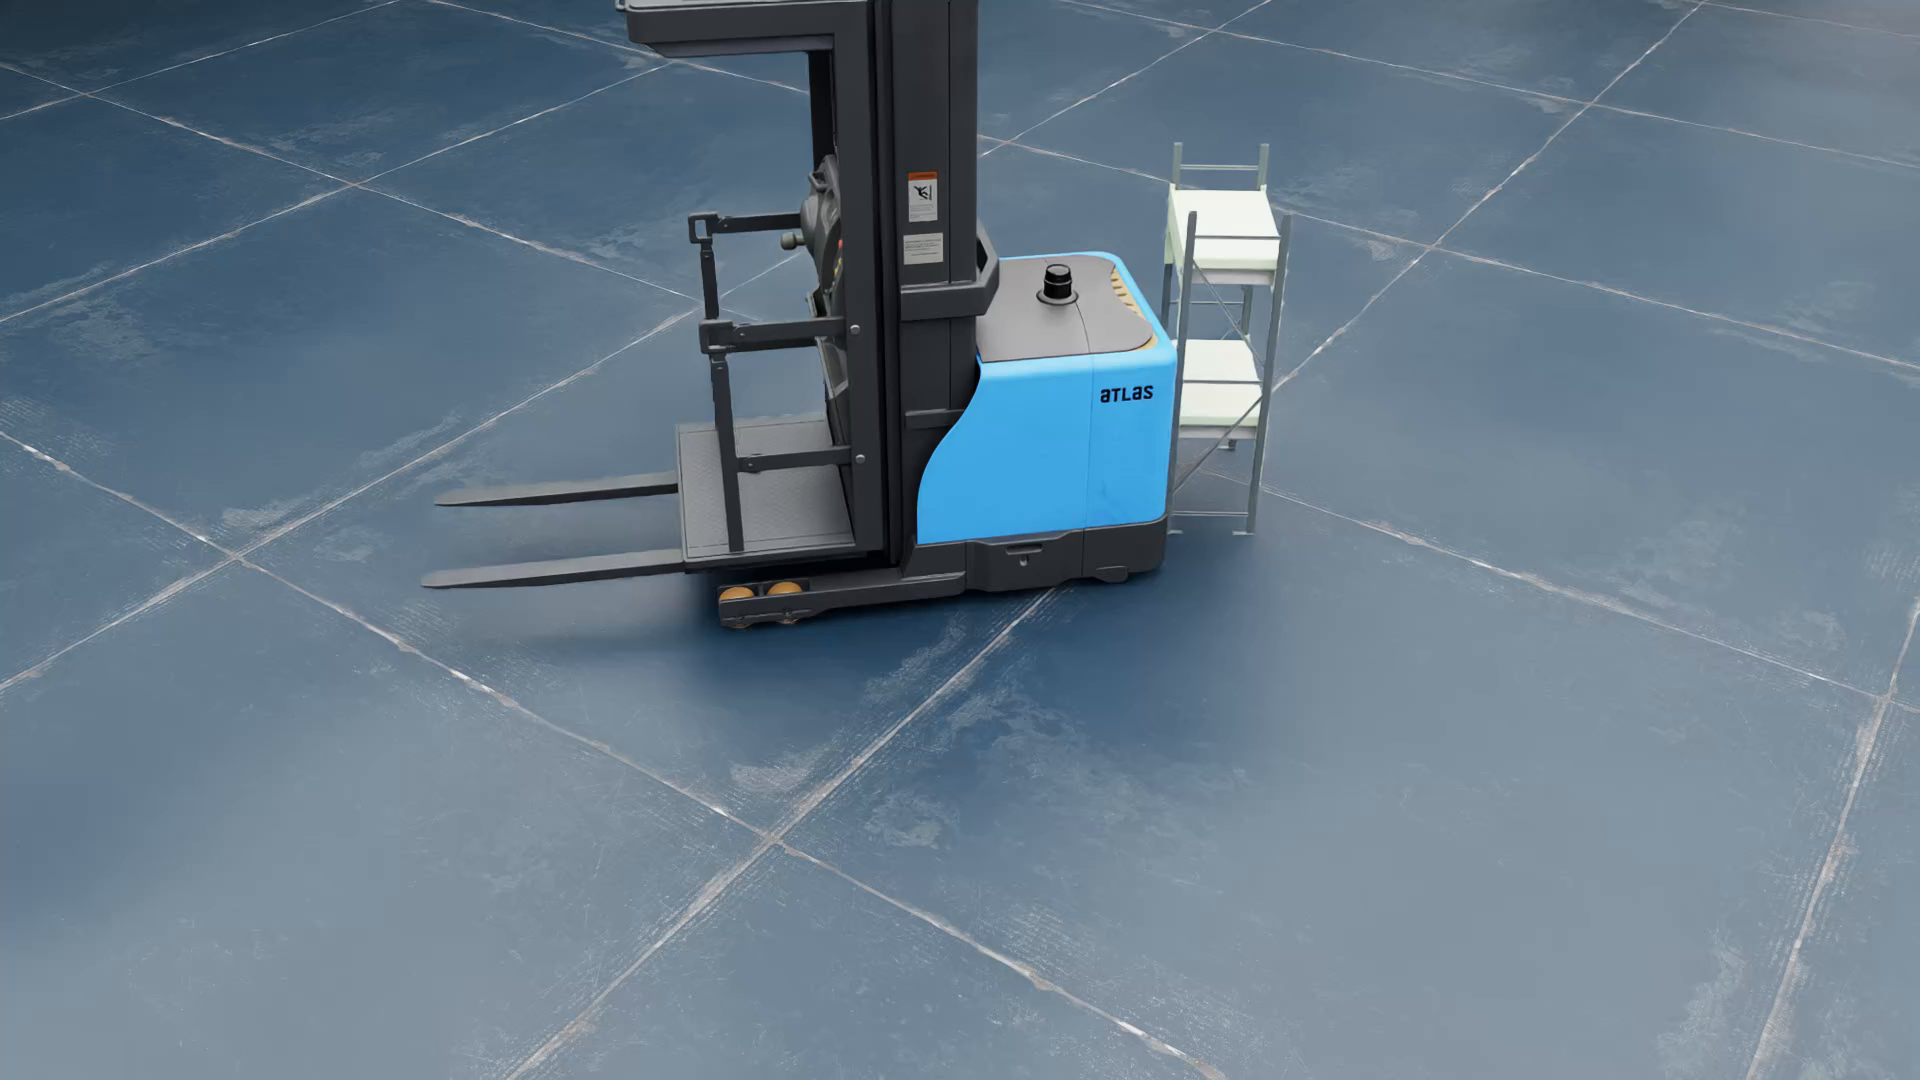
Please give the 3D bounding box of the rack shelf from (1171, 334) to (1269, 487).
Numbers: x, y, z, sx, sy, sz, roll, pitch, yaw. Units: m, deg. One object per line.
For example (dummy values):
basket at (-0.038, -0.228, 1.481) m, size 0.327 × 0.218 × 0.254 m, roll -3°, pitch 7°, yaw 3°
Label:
rack shelf at (1.097, -0.584, 7.355) m, size 0.431 × 0.370 × 0.720 m, roll 1°, pitch 34°, yaw 1°

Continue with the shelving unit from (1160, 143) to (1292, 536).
shelving unit at (1.097, -0.854, 7.173) m, size 0.431 × 1.500 × 0.755 m, roll 1°, pitch 34°, yaw 1°

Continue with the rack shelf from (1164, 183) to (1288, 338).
rack shelf at (1.098, -1.177, 6.954) m, size 0.431 × 0.370 × 0.720 m, roll 1°, pitch 34°, yaw 1°

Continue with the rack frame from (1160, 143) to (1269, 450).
rack frame at (1.108, -1.058, 7.476) m, size 0.400 × 1.500 × 0.023 m, roll 1°, pitch 34°, yaw 1°

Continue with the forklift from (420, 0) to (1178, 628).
forklift at (-0.704, -1.177, 6.374) m, size 3.031 × 2.935 × 1.130 m, roll -6°, pitch 34°, yaw -8°

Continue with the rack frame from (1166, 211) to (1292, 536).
rack frame at (1.086, -0.649, 6.870) m, size 0.400 × 1.500 × 0.023 m, roll 1°, pitch 34°, yaw 1°
